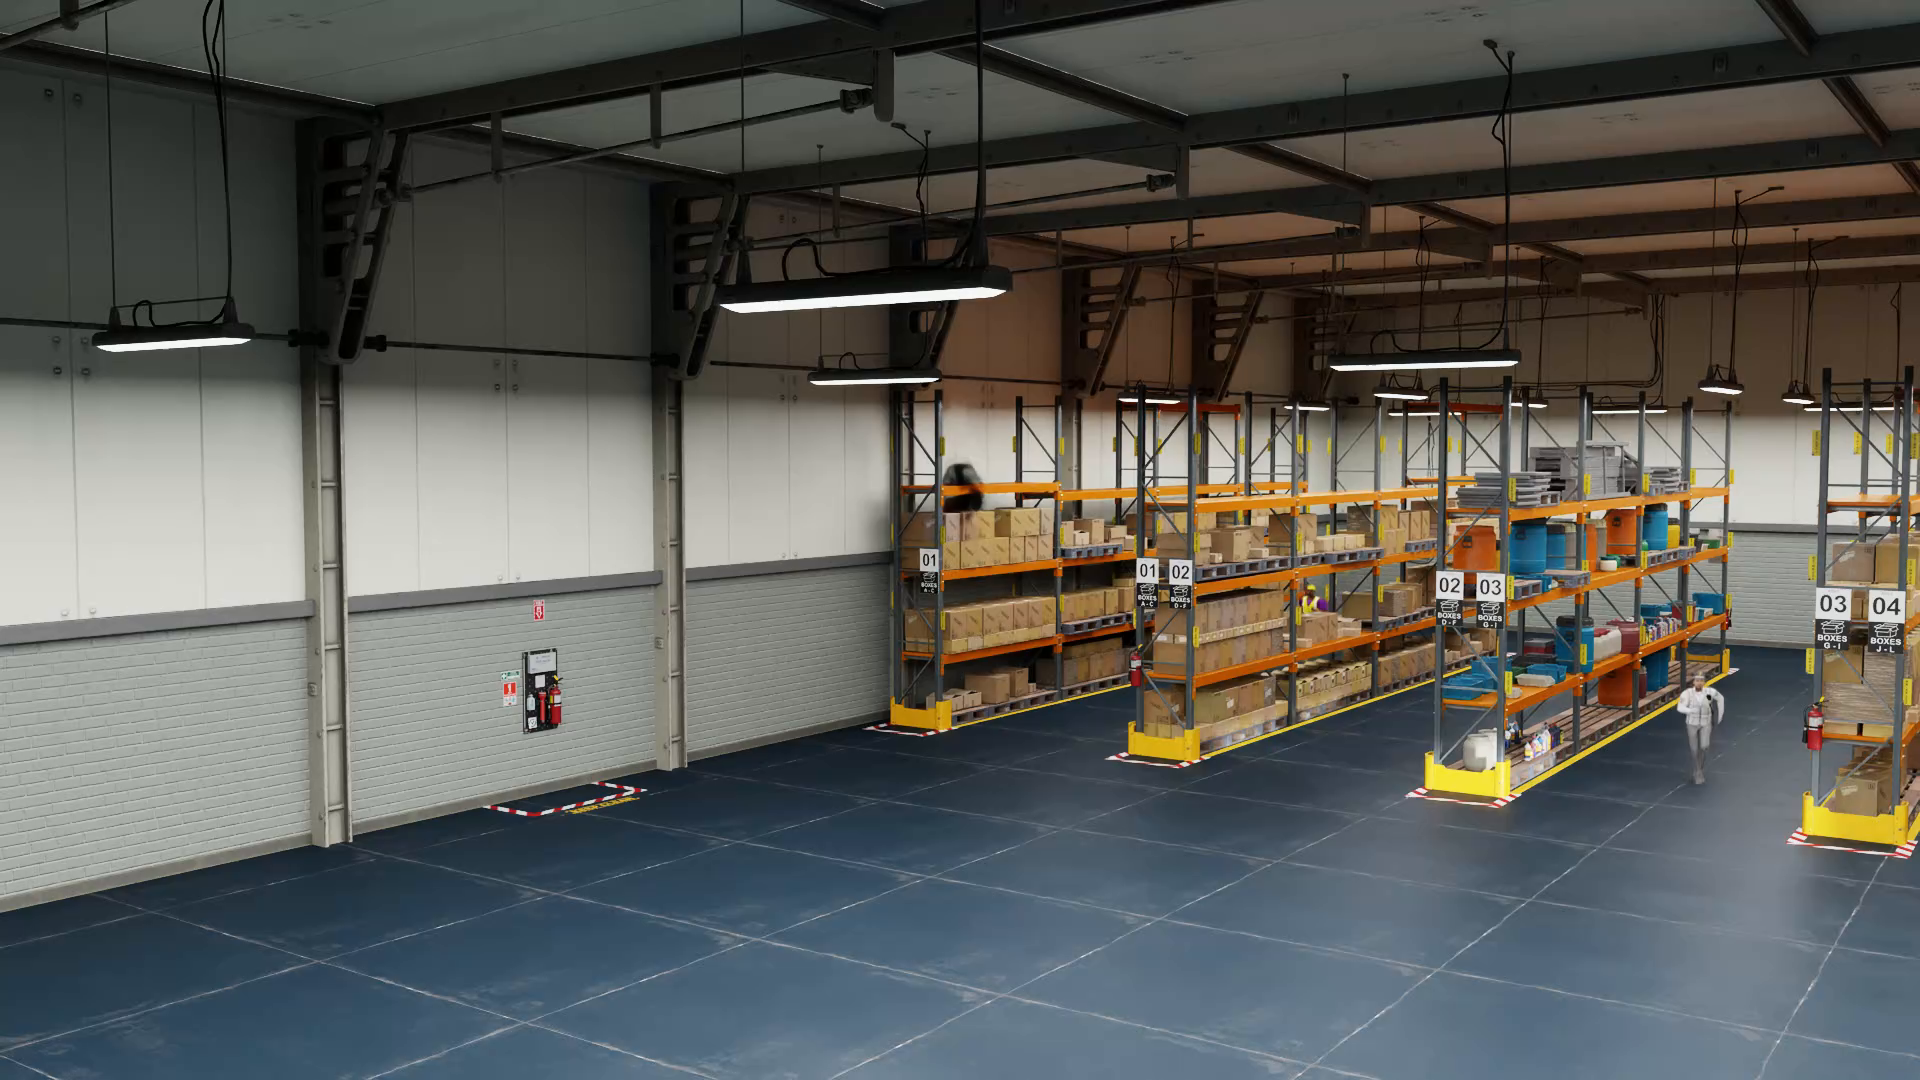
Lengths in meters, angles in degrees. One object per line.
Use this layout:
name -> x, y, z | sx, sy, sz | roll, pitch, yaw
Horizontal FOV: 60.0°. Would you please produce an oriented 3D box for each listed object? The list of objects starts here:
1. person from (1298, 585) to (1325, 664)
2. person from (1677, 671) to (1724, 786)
person -> 8.128, 1.933, 38.541 | 0.684, 1.801, 0.893 | 1, 3, 23
person -> 10.998, 2.771, 24.705 | 0.639, 1.698, 0.803 | 1, 3, 23
